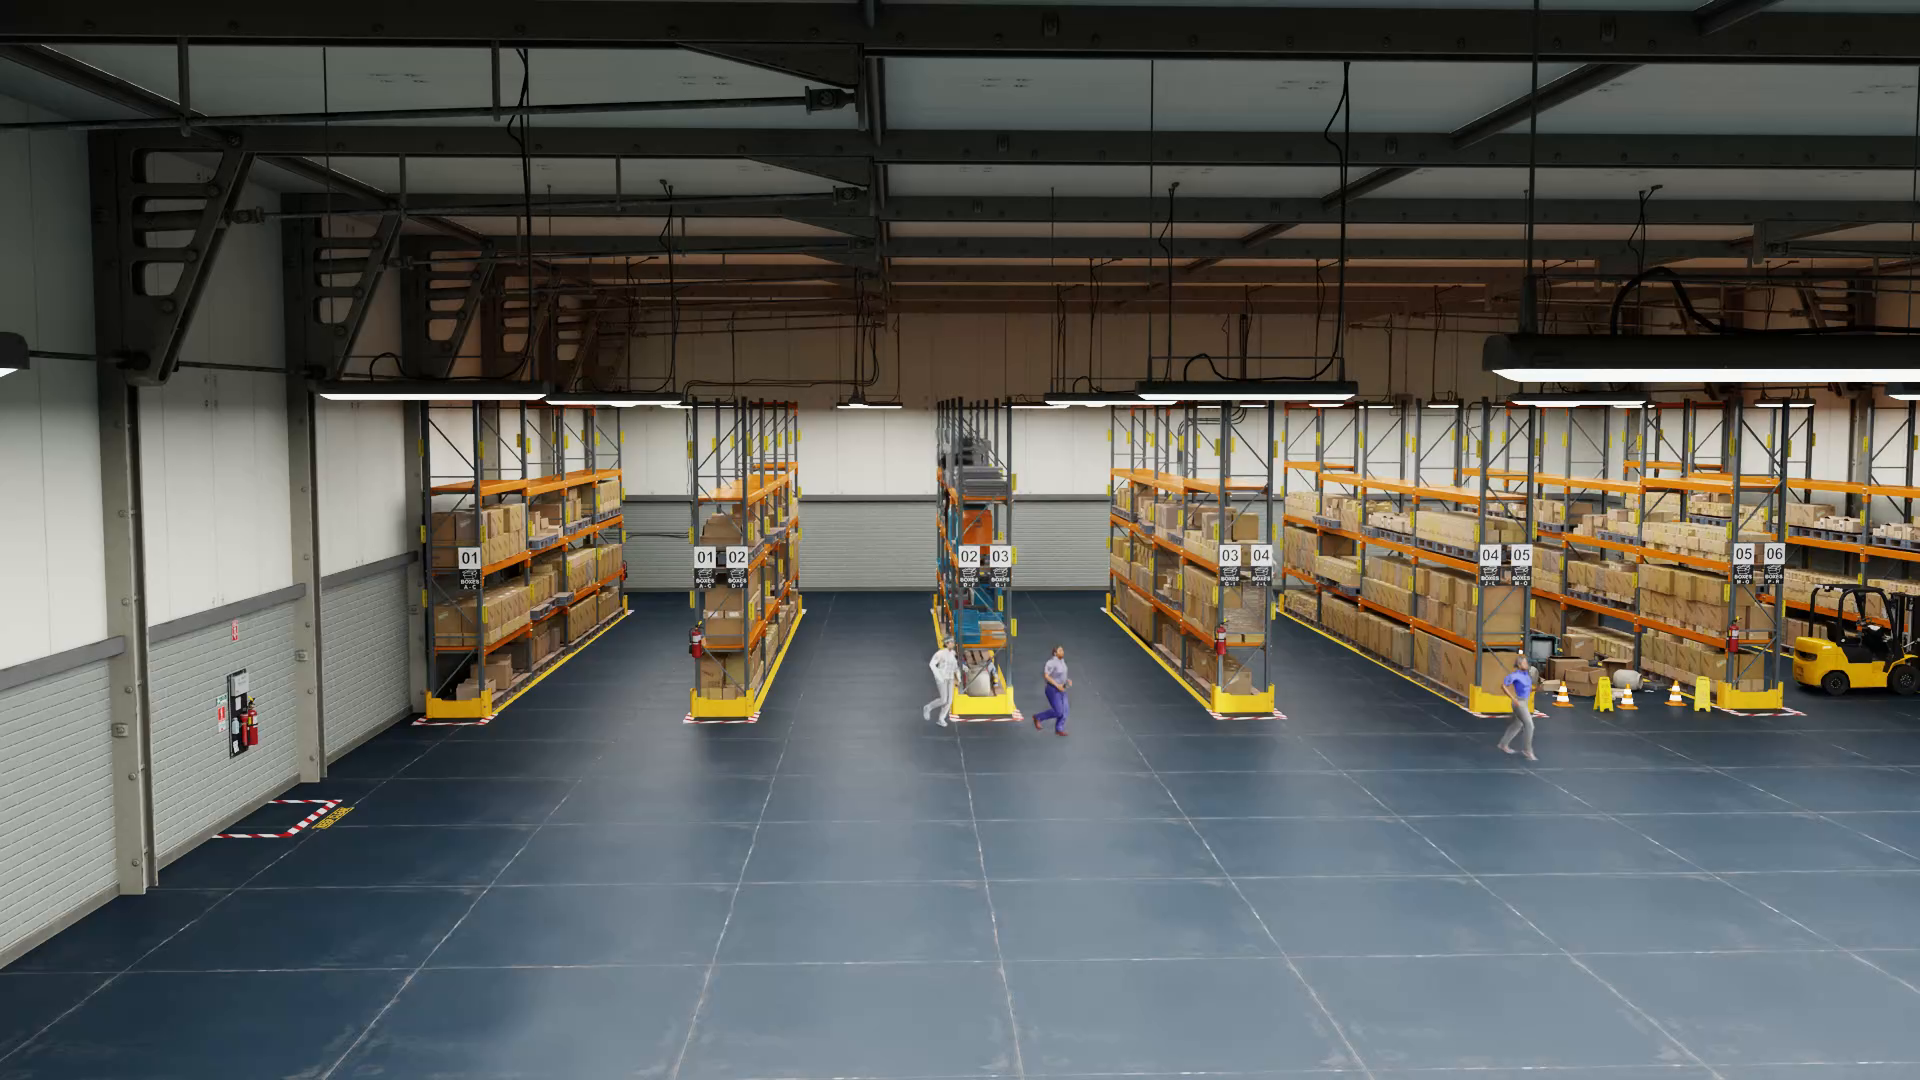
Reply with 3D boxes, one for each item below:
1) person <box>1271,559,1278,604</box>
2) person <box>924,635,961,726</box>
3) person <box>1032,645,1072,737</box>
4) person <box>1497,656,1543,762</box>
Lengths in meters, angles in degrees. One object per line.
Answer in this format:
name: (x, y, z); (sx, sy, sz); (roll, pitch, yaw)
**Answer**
person: (8.941, 1.104, 48.525); (0.814, 1.803, 0.686); (-1, 5, -15)
person: (-0.280, 2.552, 30.515); (0.676, 1.639, 0.560); (-4, 6, -44)
person: (1.661, 2.672, 29.425); (0.655, 1.607, 0.608); (2, 5, 29)
person: (9.249, 2.775, 27.452); (0.718, 1.717, 0.556); (3, 5, 34)
